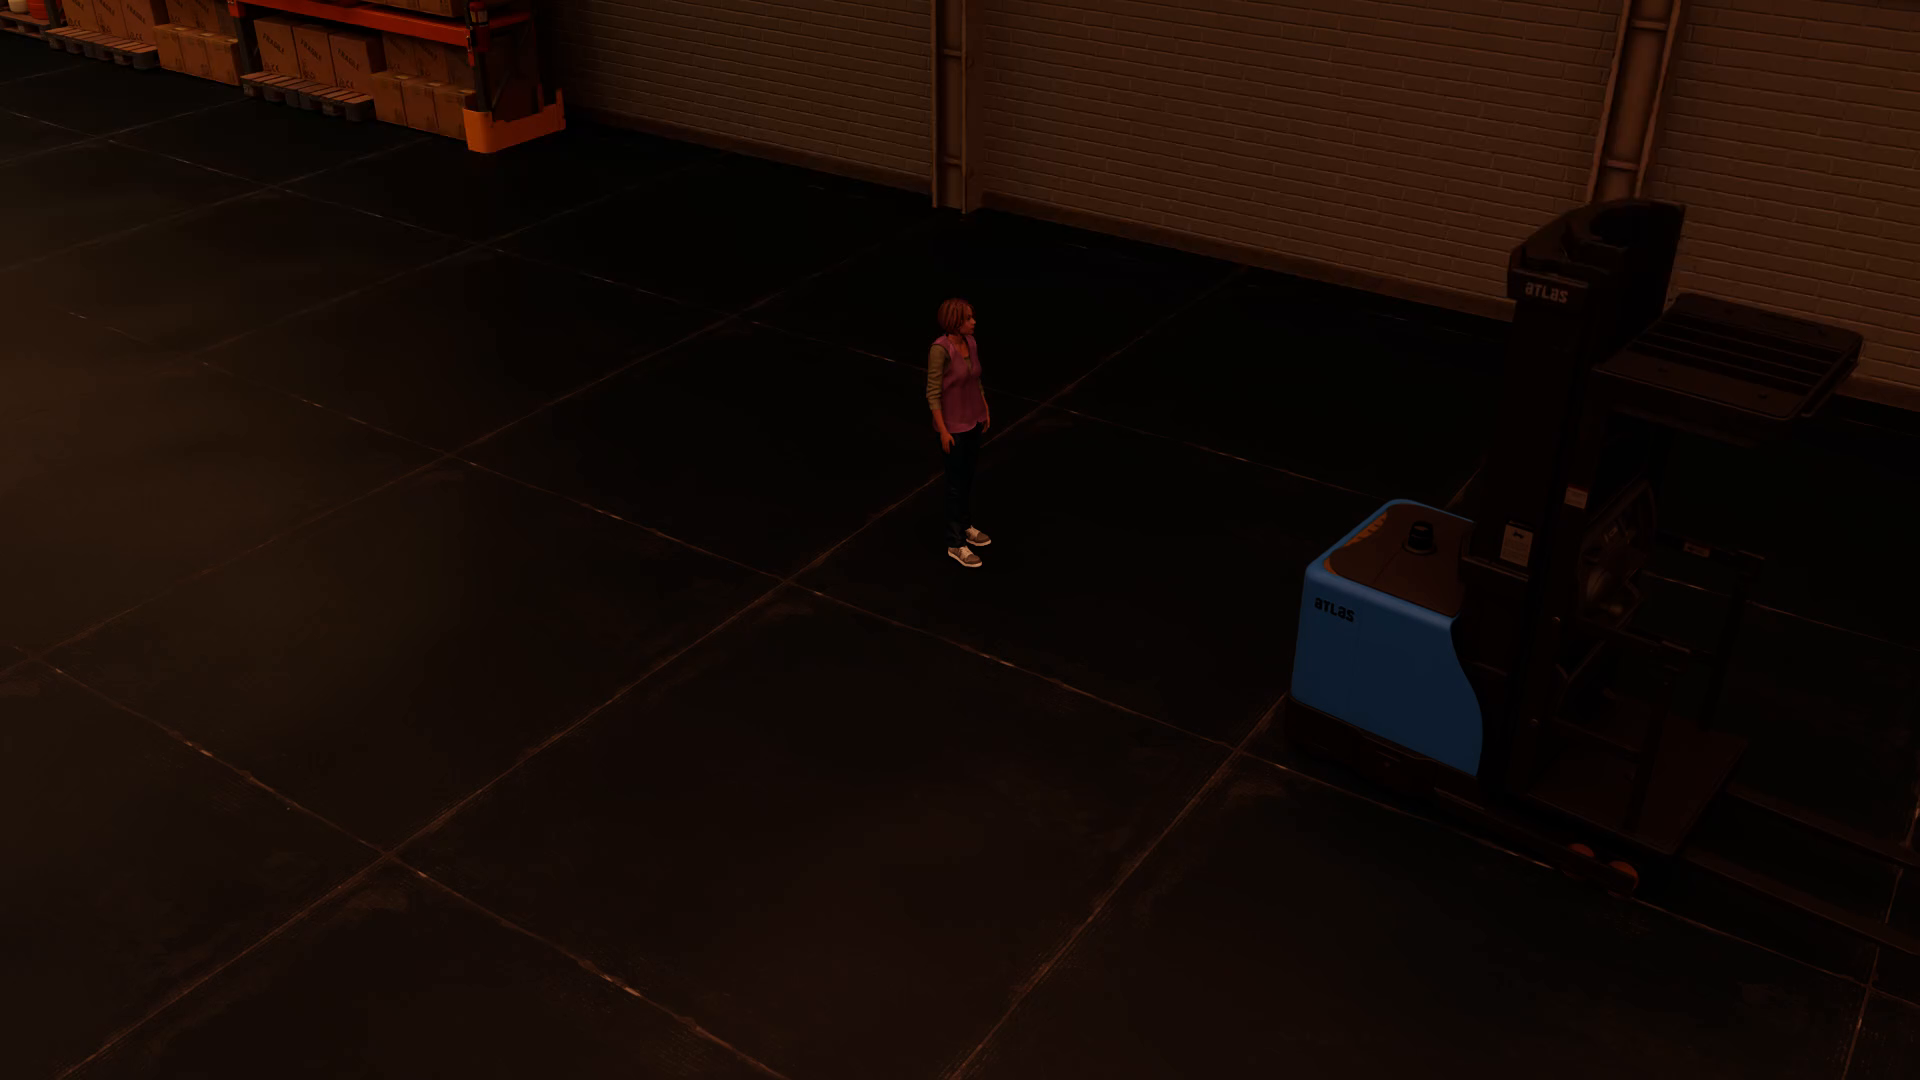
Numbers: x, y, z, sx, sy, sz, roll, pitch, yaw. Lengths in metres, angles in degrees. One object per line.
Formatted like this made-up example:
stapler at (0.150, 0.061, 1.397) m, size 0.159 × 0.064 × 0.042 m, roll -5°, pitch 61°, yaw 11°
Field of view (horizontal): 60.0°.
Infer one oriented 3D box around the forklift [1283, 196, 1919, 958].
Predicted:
forklift at (3.137, 0.079, 7.445) m, size 3.031 × 2.935 × 1.130 m, roll 23°, pitch 37°, yaw 33°

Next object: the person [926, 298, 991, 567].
person at (0.054, -0.630, 10.072) m, size 0.473 × 1.506 × 0.520 m, roll 19°, pitch 35°, yaw 29°
